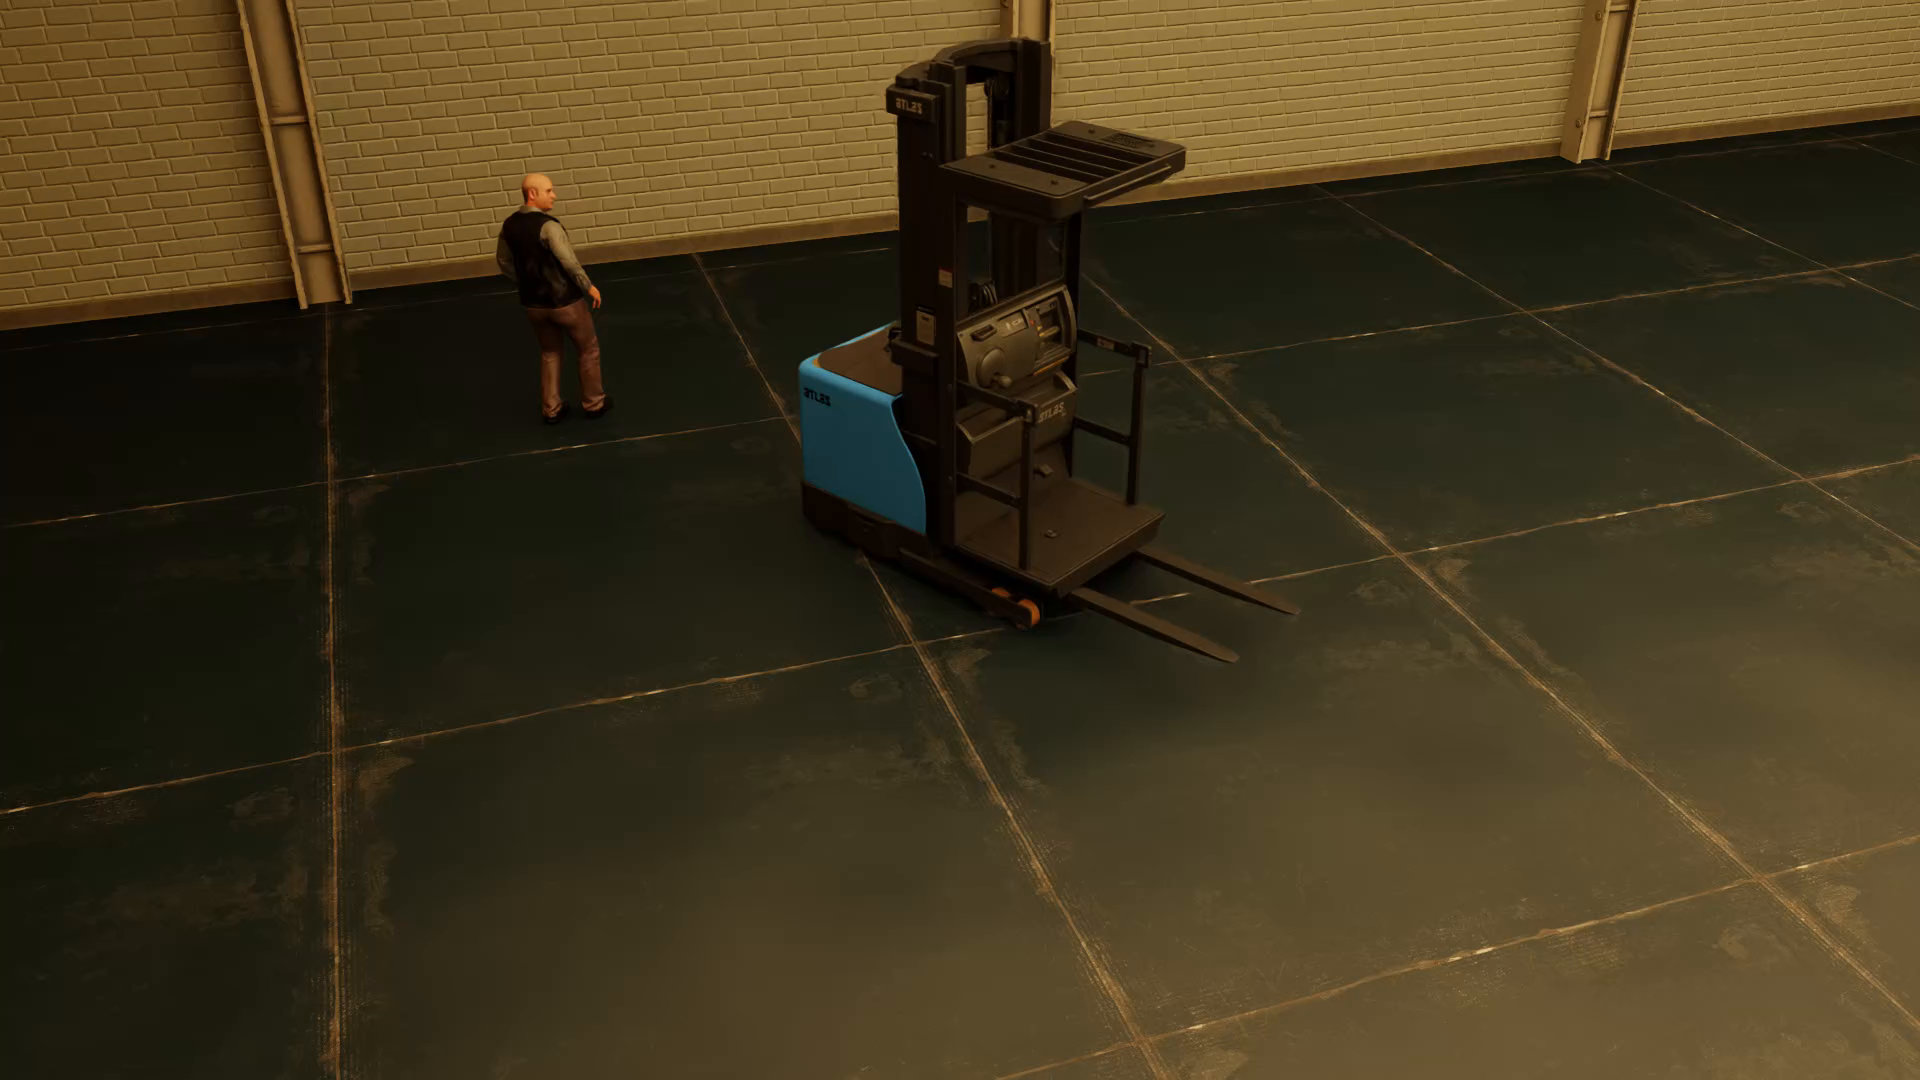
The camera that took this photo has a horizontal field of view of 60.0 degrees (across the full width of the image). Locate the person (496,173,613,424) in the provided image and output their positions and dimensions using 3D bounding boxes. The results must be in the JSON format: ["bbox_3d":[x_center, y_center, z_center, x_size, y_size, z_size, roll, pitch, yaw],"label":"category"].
[{"bbox_3d":[-2.715,-1.626,11.150,0.726,1.703,0.512,12,32,19],"label":"person"}]

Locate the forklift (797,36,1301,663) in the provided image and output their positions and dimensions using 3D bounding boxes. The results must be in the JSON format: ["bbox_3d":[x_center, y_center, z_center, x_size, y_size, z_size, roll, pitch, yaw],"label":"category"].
[{"bbox_3d":[0.476,-1.073,8.953,3.031,2.935,1.130,24,37,35],"label":"forklift"}]
